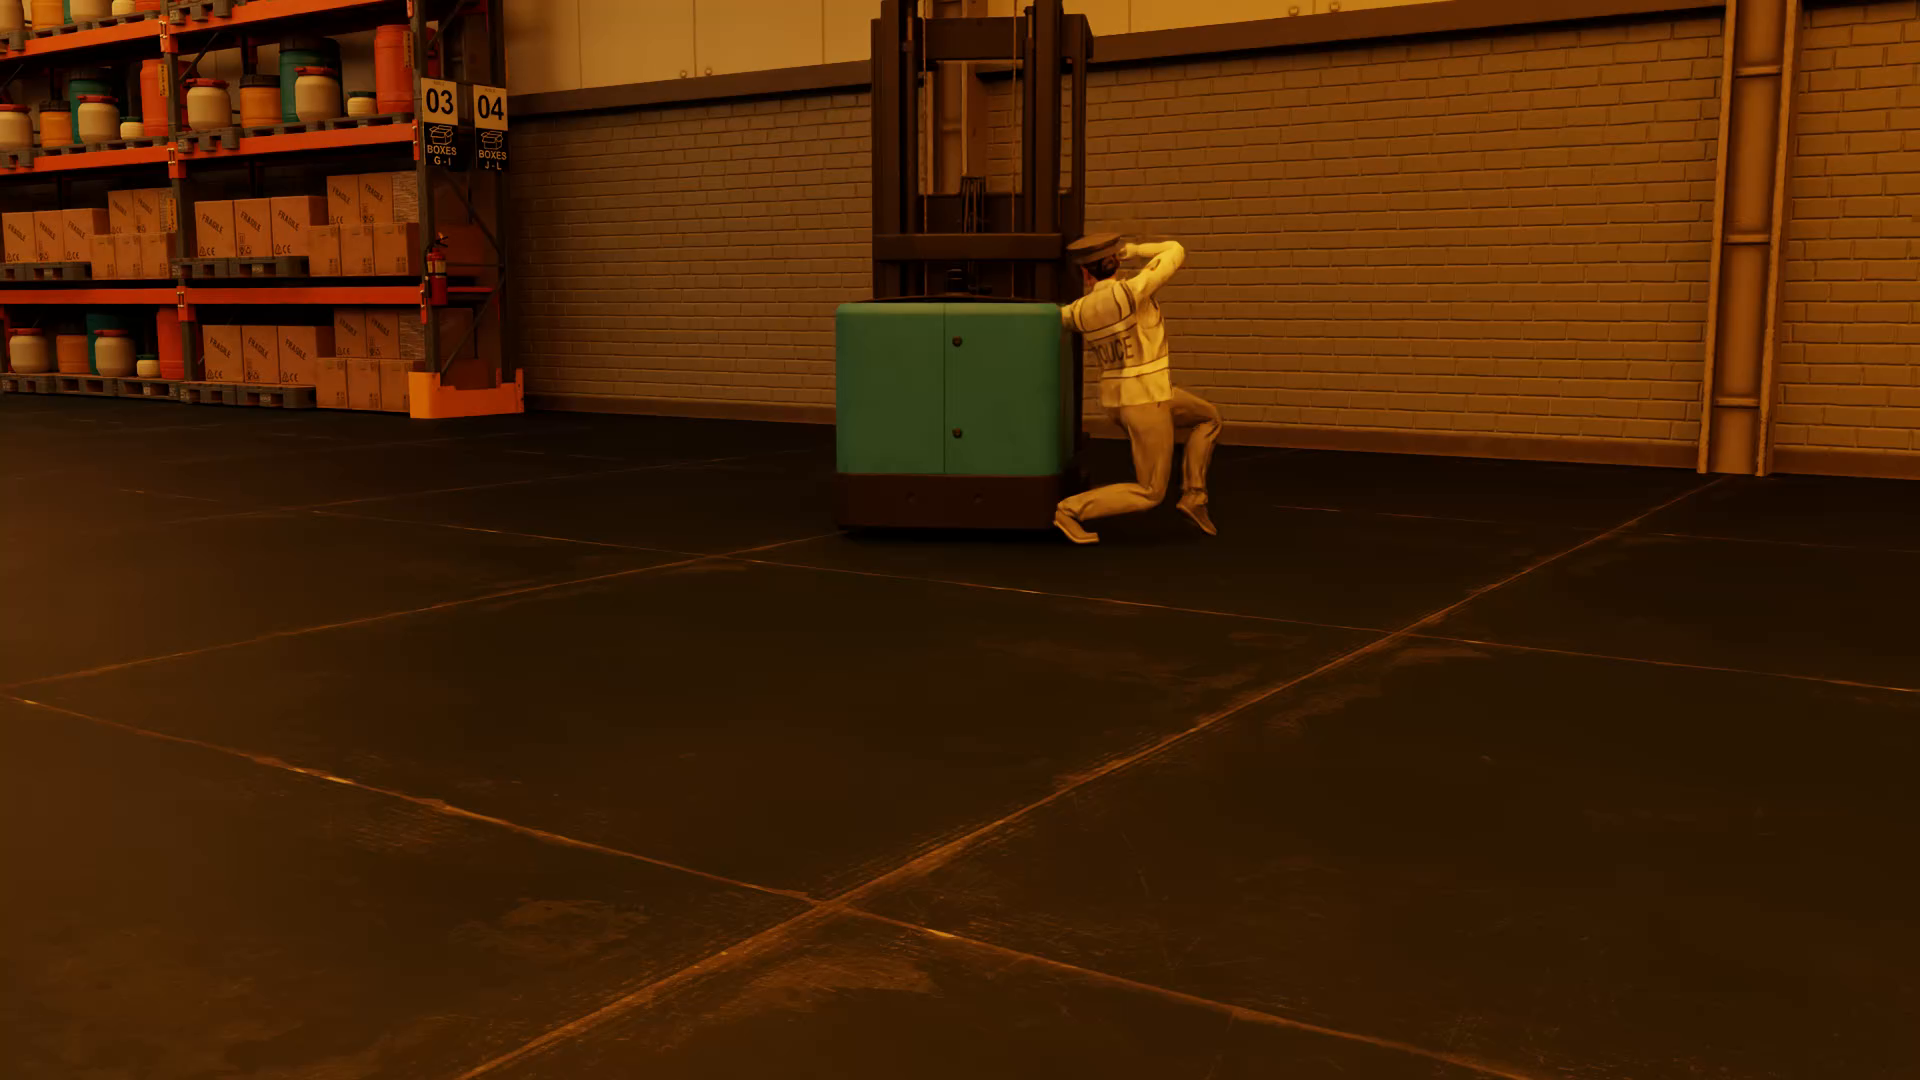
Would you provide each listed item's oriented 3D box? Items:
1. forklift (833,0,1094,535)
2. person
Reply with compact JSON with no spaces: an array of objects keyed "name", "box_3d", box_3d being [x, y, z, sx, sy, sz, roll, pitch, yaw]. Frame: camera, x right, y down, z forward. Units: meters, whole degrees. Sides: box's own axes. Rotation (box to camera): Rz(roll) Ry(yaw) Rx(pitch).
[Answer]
[{"name":"forklift","box_3d":[0.126,-1.644,8.756,1.130,2.935,3.031,1,8,7]},{"name":"person","box_3d":[0.715,-0.706,7.705,0.882,1.397,0.942,-3,9,-22]}]
